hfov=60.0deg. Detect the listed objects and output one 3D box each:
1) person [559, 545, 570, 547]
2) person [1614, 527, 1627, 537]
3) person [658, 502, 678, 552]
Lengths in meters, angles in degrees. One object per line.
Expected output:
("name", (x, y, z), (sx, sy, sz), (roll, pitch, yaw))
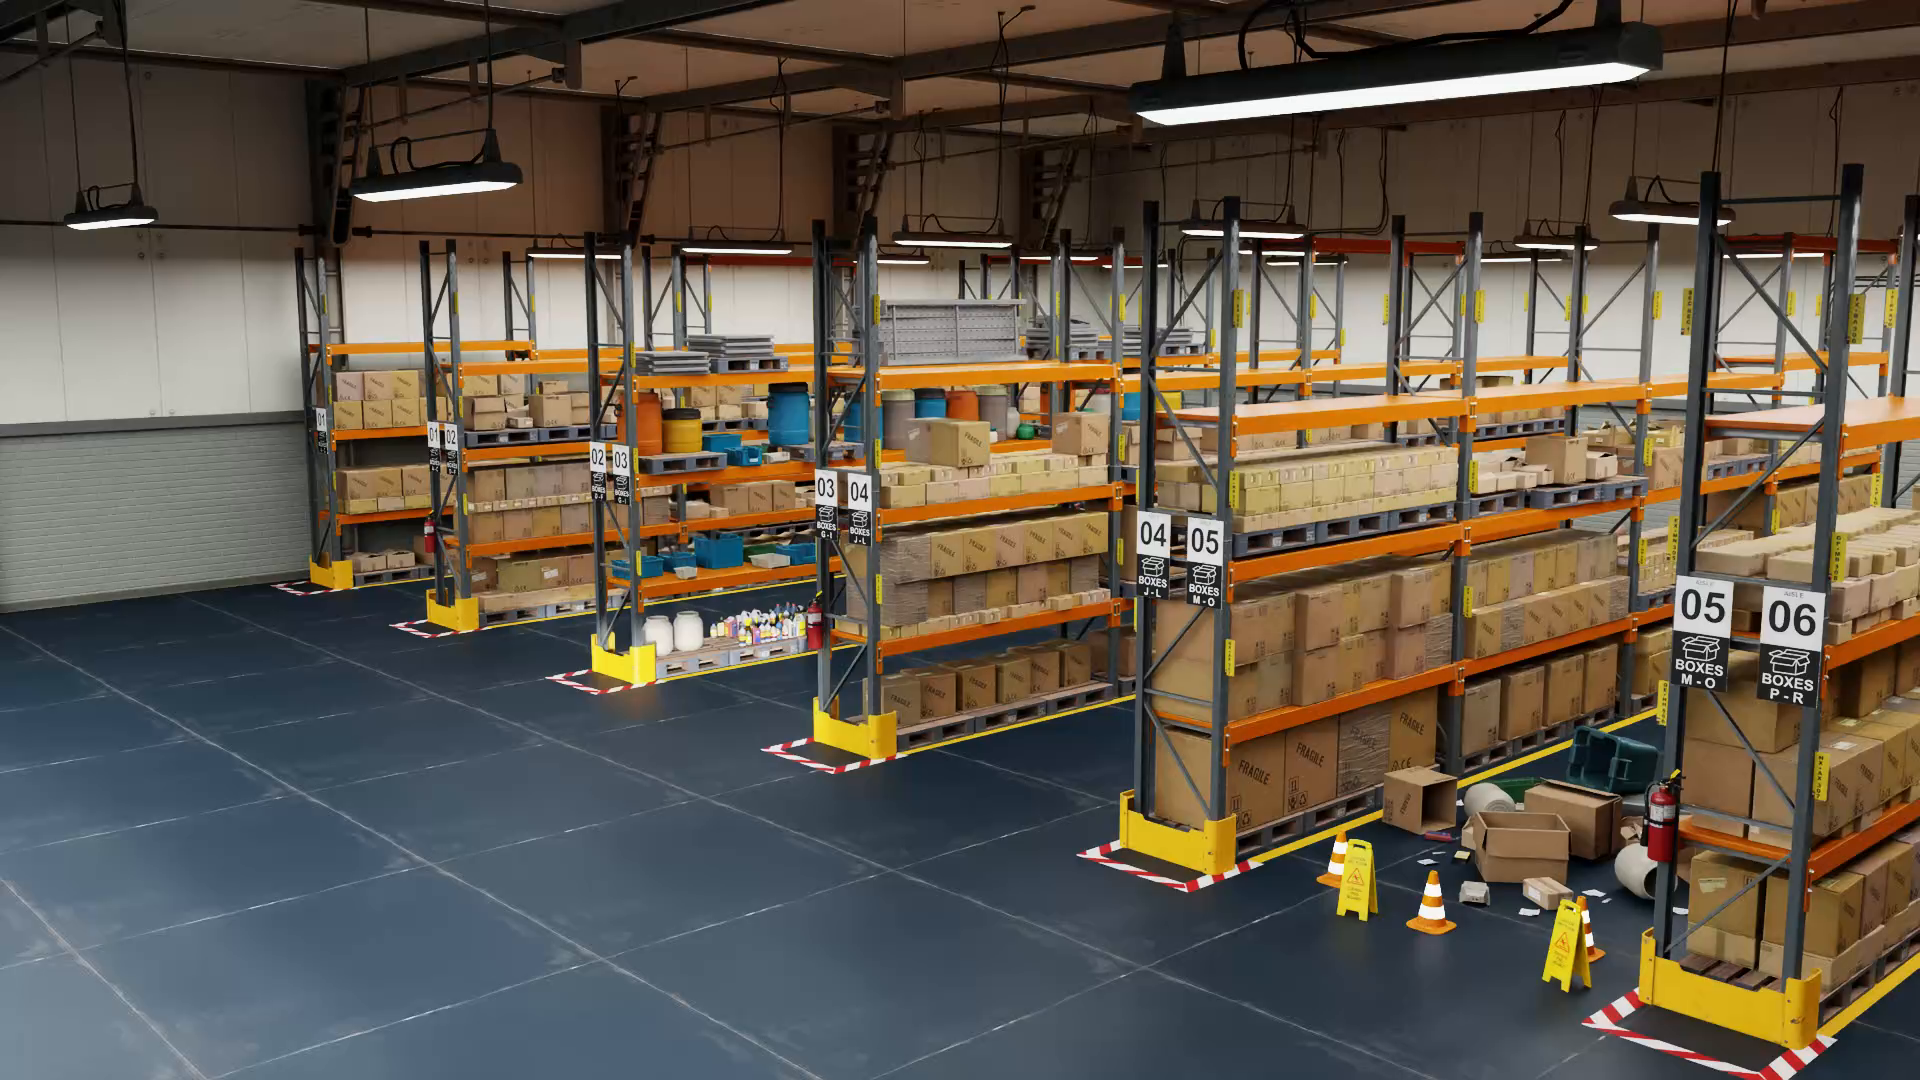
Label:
("person", (-7.138, 0.049, 29.656), (0.710, 1.583, 0.871), (3, 9, 21))
("person", (9.787, 0.677, 24.730), (0.734, 1.773, 1.069), (8, 11, 42))
("person", (-5.626, -0.286, 32.027), (0.655, 1.625, 0.980), (7, 11, 41))
